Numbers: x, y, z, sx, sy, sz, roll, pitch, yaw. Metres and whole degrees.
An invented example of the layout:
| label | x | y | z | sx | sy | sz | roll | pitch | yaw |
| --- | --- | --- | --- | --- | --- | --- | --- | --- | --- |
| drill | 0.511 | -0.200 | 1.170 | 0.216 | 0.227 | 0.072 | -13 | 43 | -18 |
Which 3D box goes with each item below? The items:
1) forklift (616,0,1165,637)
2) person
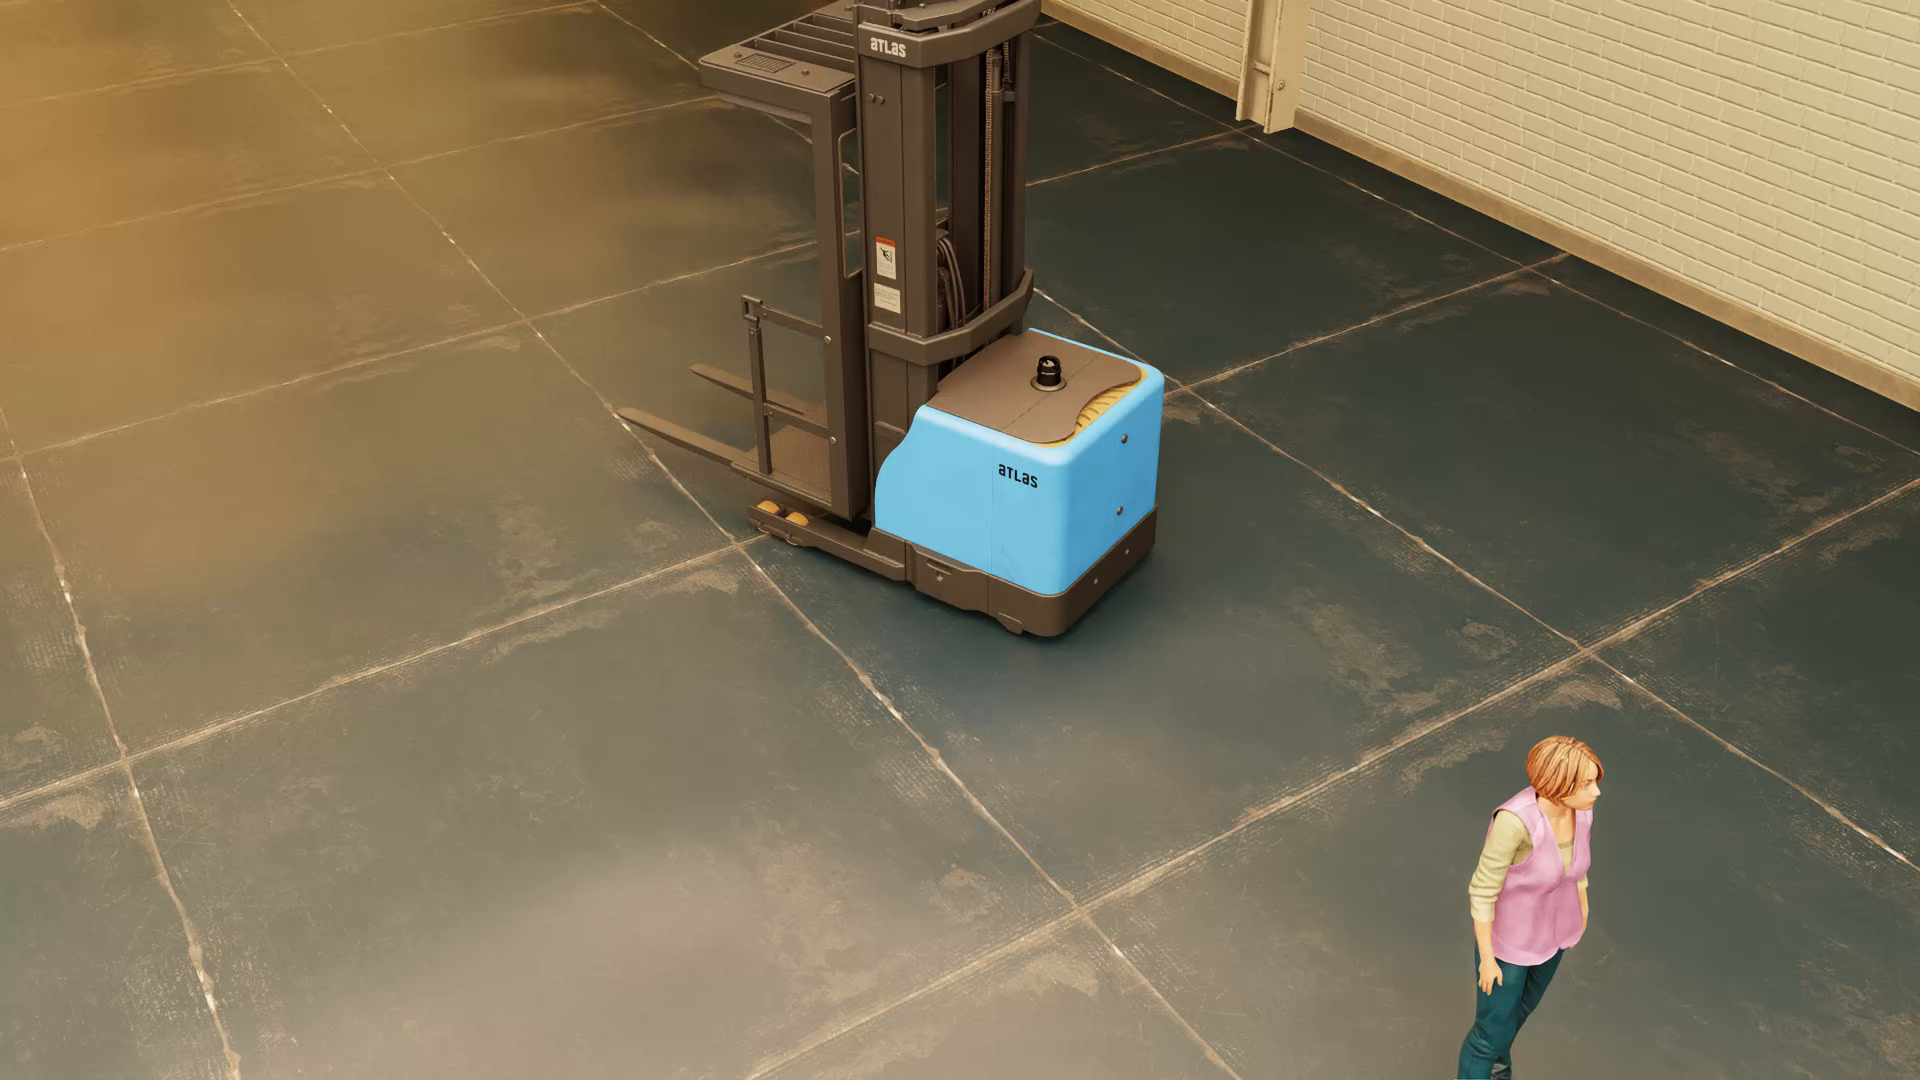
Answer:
| label | x | y | z | sx | sy | sz | roll | pitch | yaw |
| --- | --- | --- | --- | --- | --- | --- | --- | --- | --- |
| forklift | -0.500 | -1.399 | 8.138 | 3.031 | 2.935 | 1.130 | 22 | 41 | 28 |
| person | 1.881 | 1.336 | 5.394 | 0.520 | 1.597 | 0.475 | -20 | 40 | -26 |
